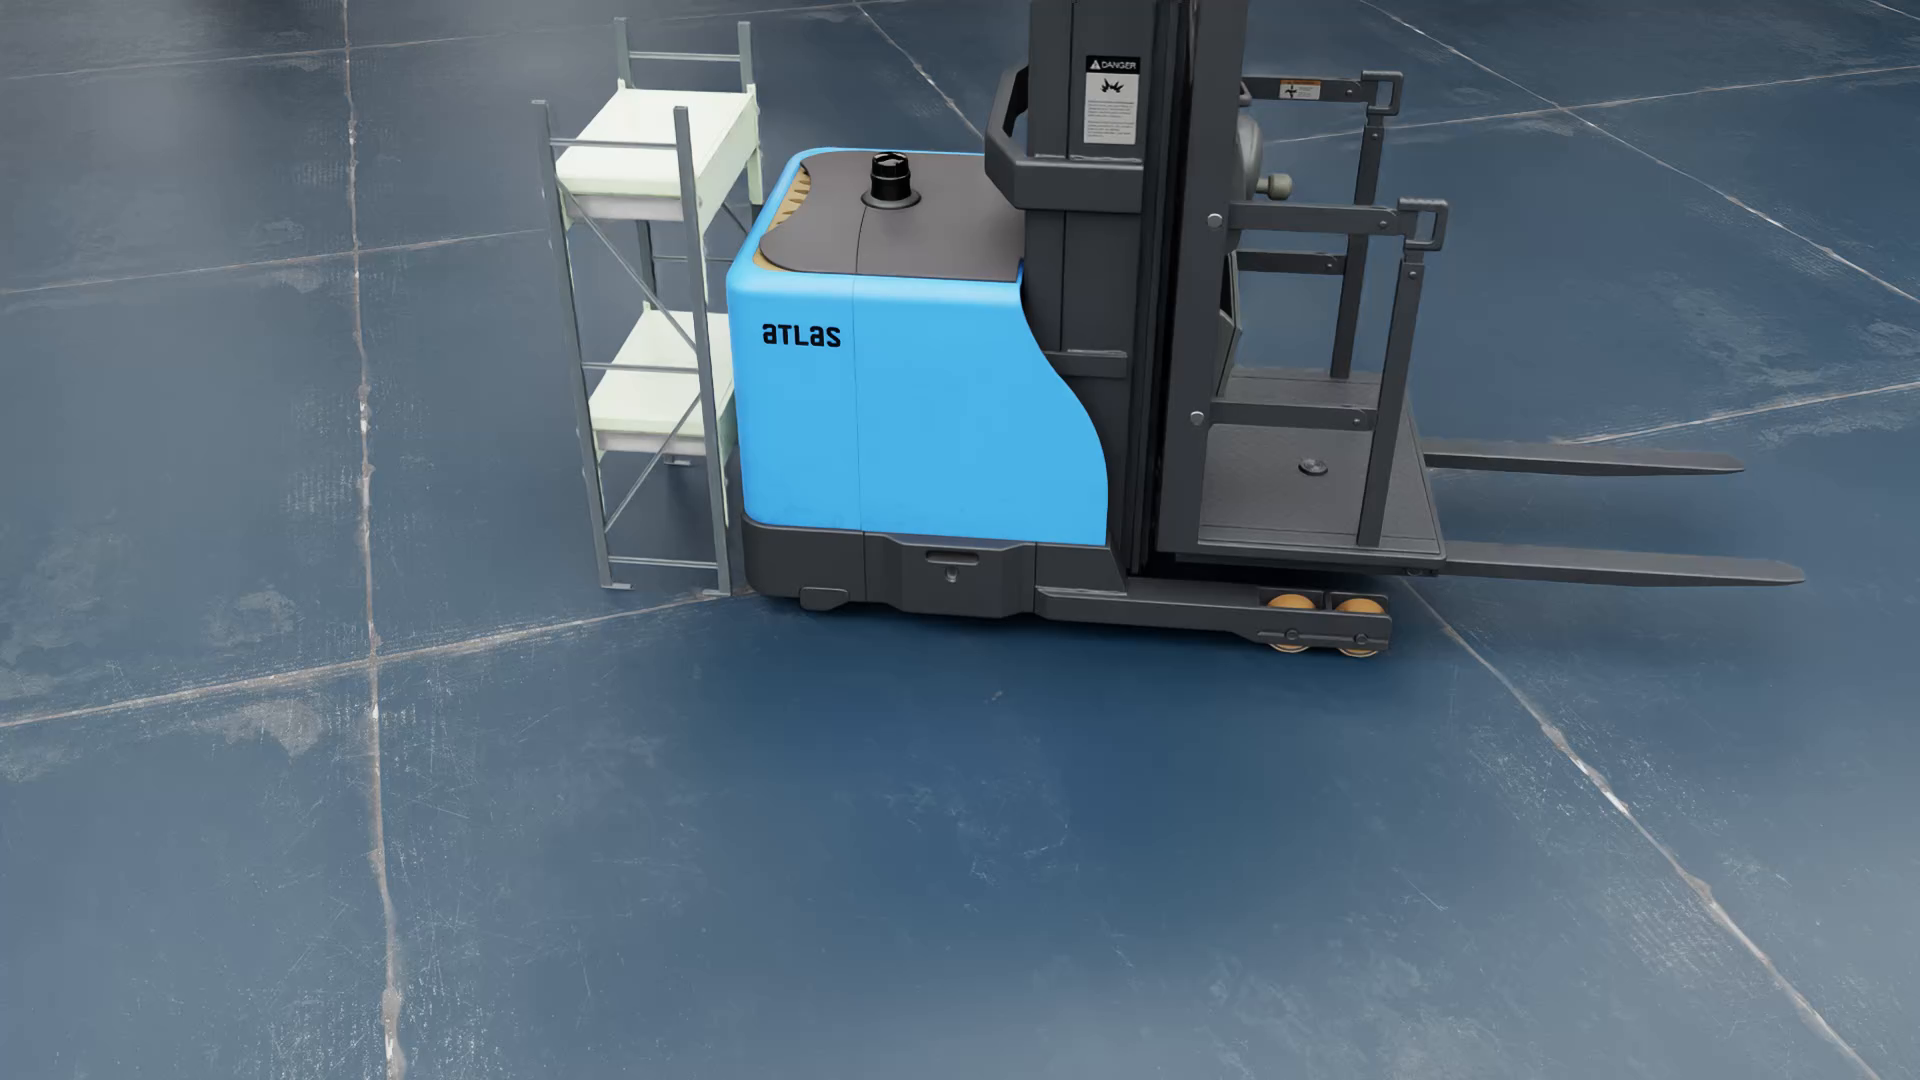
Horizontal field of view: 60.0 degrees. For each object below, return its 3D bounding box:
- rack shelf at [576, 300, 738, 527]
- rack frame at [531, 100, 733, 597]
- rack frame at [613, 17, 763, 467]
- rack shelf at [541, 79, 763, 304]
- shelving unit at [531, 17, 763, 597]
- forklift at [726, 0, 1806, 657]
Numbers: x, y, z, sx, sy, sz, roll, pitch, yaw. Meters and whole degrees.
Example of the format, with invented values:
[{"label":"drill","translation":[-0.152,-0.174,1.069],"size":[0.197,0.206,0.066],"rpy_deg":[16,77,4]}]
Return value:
[{"label":"rack shelf","translation":[-0.843,-0.401,5.088],"size":[0.431,0.370,0.720],"rpy_deg":[4,34,5]},{"label":"rack frame","translation":[-0.884,-0.472,4.604],"size":[0.400,1.500,0.023],"rpy_deg":[4,34,5]},{"label":"rack frame","translation":[-0.803,-0.873,5.211],"size":[0.400,1.500,0.023],"rpy_deg":[4,34,5]},{"label":"rack shelf","translation":[-0.843,-0.998,4.693],"size":[0.431,0.370,0.720],"rpy_deg":[4,34,5]},{"label":"shelving unit","translation":[-0.843,-0.673,4.908],"size":[0.431,1.500,0.755],"rpy_deg":[4,34,5]},{"label":"forklift","translation":[0.914,-1.199,4.406],"size":[3.031,2.935,1.130],"rpy_deg":[4,34,5]}]
